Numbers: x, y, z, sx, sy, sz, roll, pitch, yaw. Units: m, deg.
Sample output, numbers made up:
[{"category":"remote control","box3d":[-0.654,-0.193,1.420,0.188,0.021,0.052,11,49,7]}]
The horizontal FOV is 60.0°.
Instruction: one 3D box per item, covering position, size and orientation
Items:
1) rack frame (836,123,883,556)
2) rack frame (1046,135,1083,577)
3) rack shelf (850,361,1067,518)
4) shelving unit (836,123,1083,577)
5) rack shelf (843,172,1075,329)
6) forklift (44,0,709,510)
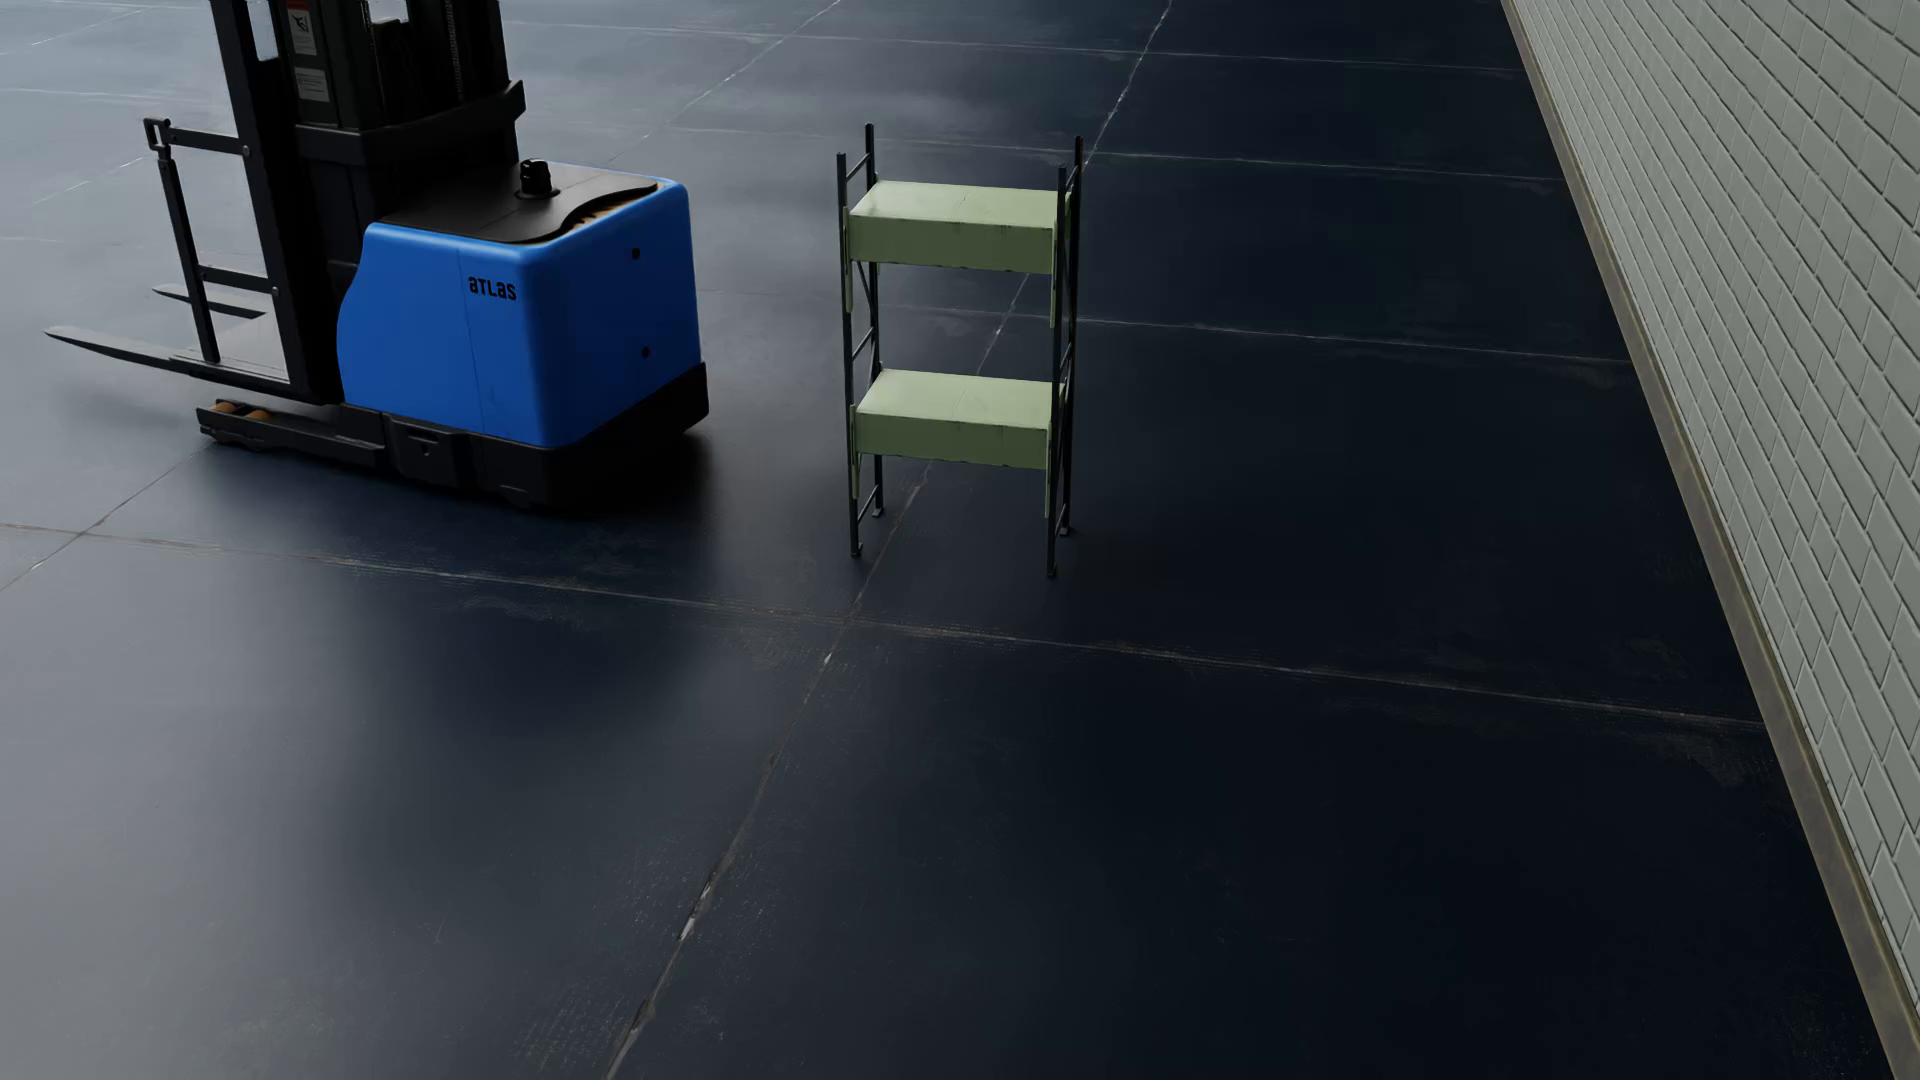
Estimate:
[{"category":"rack frame","box3d":[-0.351,-0.694,5.956,0.023,1.500,0.400,6,29,11]},{"category":"rack frame","box3d":[0.364,-0.620,5.822,0.023,1.500,0.400,6,29,11]},{"category":"rack shelf","box3d":[0.007,-0.371,6.045,0.720,0.370,0.431,6,29,11]},{"category":"shelving unit","box3d":[0.007,-0.657,5.889,0.755,1.500,0.431,6,29,11]},{"category":"rack shelf","box3d":[0.007,-1.000,5.701,0.720,0.370,0.431,6,29,11]},{"category":"forklift","box3d":[-2.629,-1.870,6.613,3.031,2.935,1.130,13,31,22]}]
